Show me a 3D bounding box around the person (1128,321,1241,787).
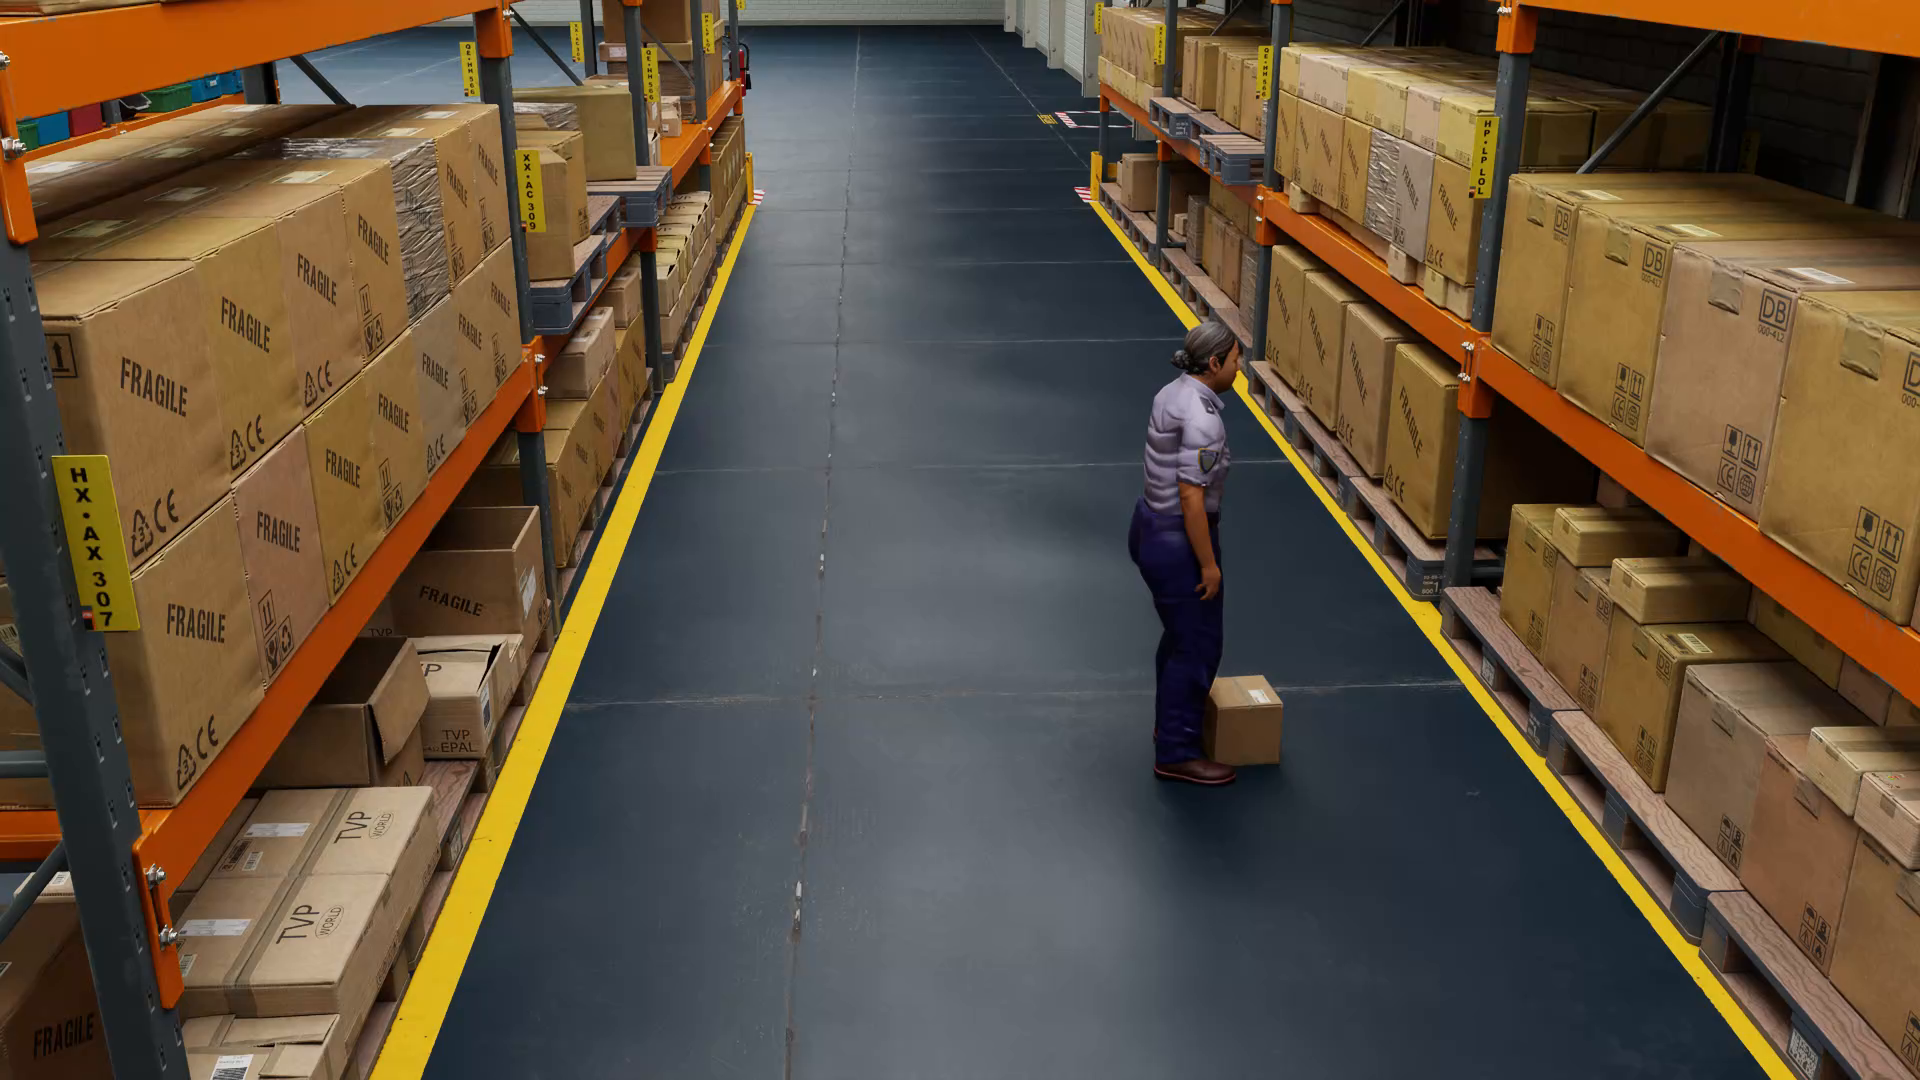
[{"bbox_3d":[0.839,0.038,6.008,0.426,1.636,0.560,-2,21,-6],"label":"person"}]
